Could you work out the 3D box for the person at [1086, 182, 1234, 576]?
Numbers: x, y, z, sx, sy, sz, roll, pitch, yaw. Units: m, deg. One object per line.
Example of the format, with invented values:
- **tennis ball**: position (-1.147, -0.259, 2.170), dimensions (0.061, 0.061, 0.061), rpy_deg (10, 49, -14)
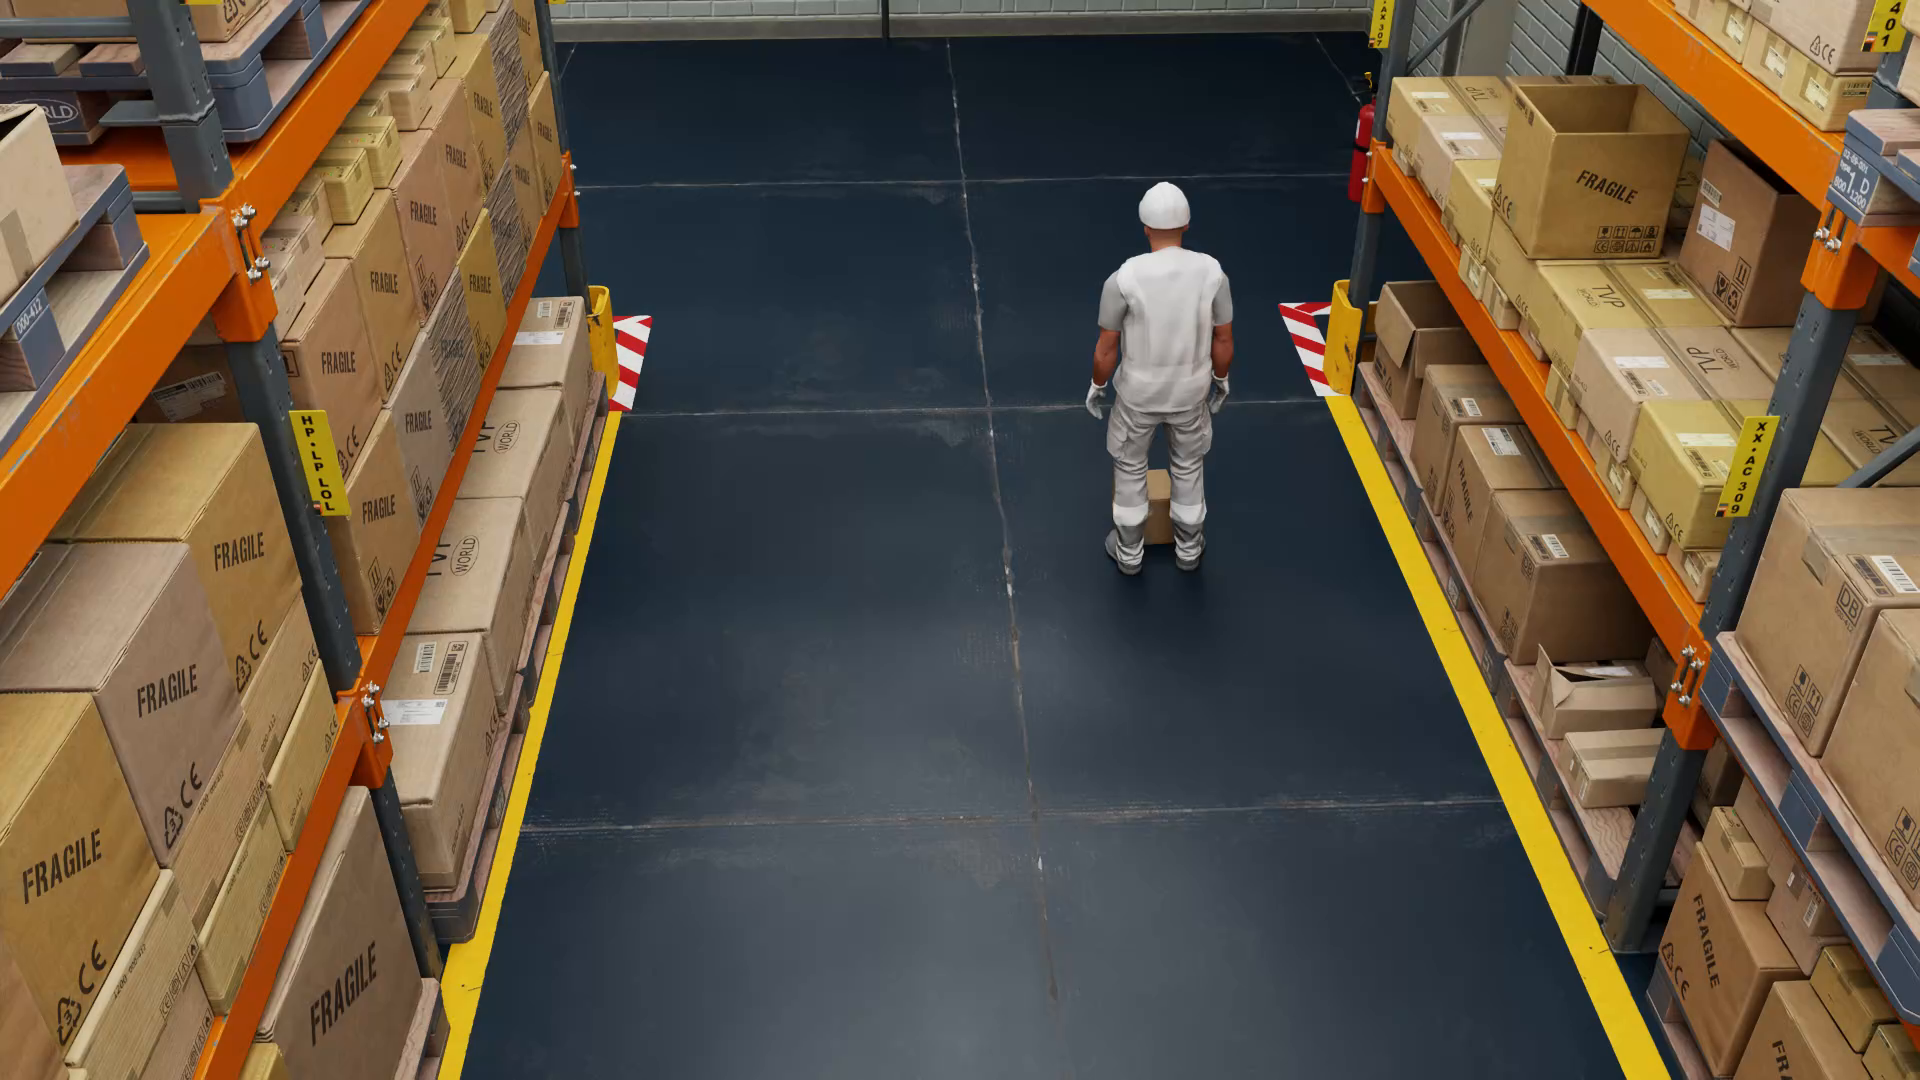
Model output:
- **person**: position (0.847, -0.646, 7.056), dimensions (0.623, 1.780, 0.450), rpy_deg (-3, 35, -4)
